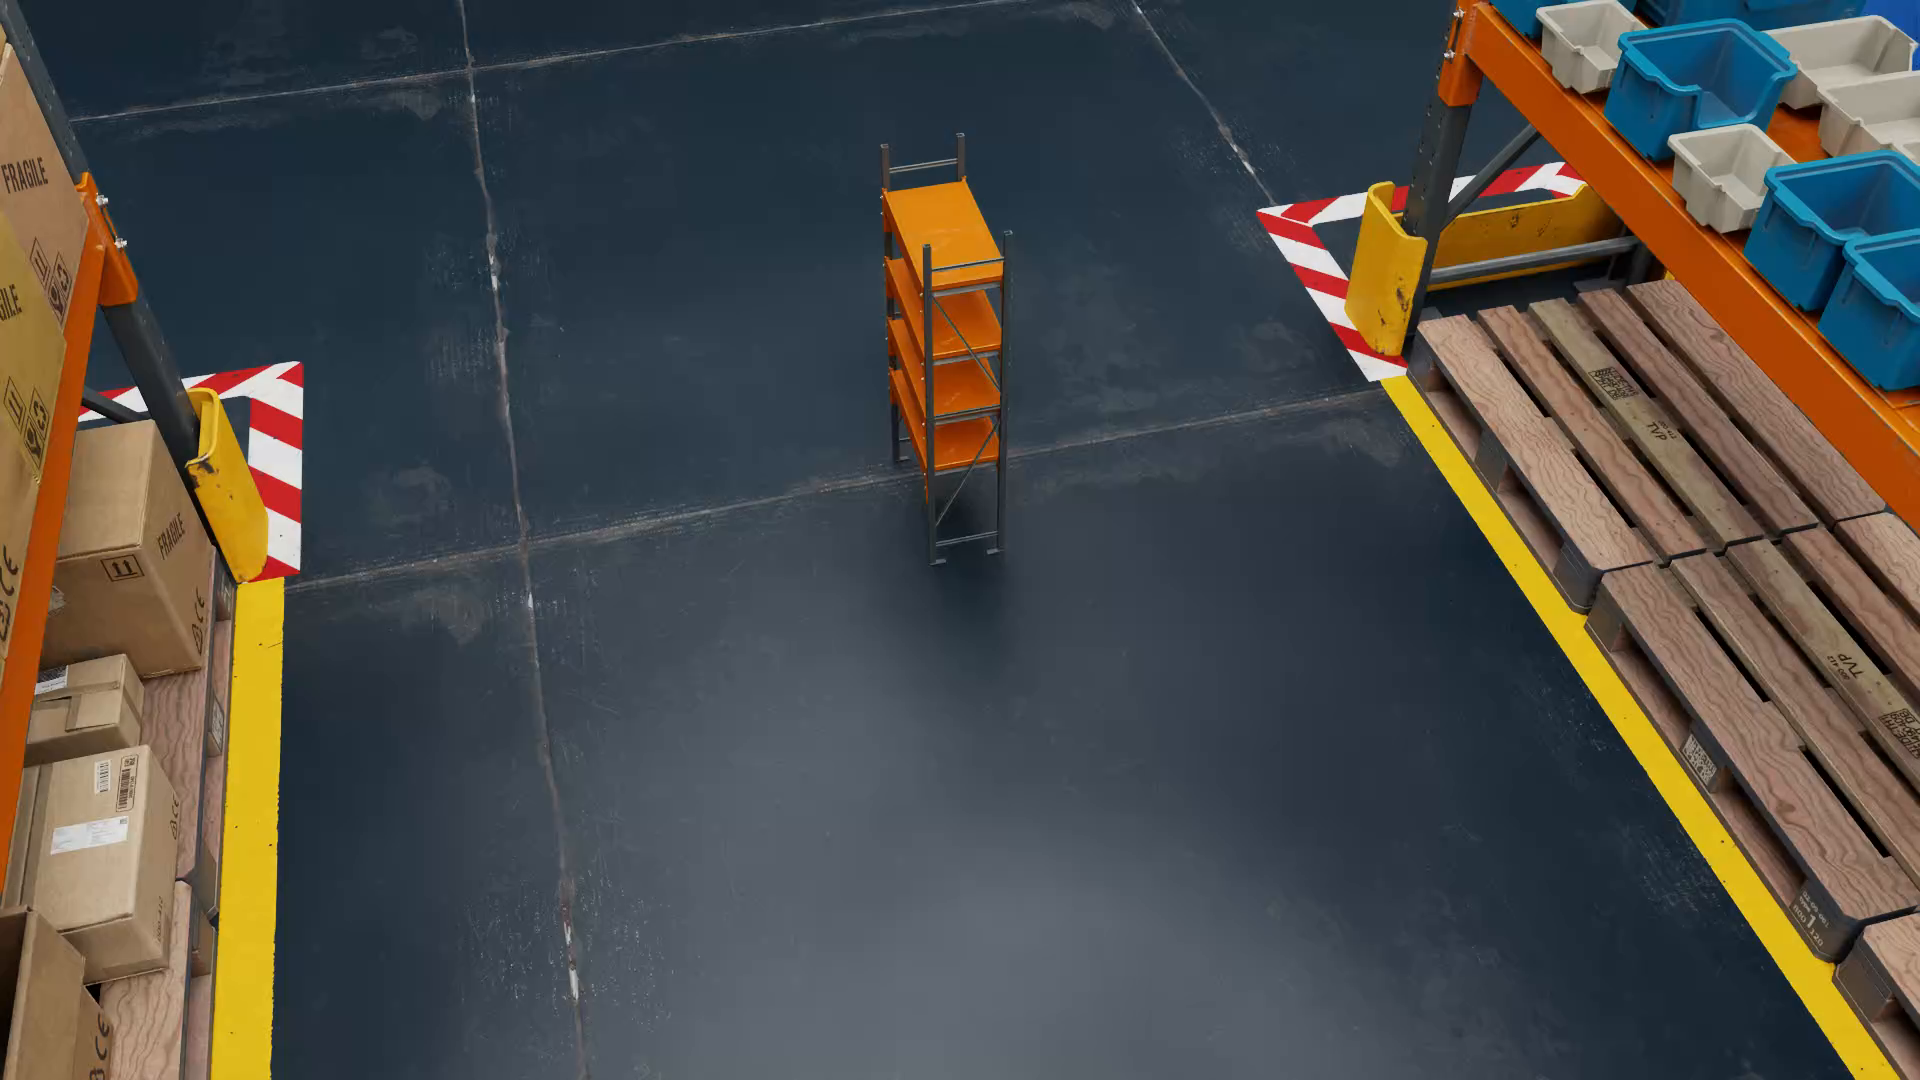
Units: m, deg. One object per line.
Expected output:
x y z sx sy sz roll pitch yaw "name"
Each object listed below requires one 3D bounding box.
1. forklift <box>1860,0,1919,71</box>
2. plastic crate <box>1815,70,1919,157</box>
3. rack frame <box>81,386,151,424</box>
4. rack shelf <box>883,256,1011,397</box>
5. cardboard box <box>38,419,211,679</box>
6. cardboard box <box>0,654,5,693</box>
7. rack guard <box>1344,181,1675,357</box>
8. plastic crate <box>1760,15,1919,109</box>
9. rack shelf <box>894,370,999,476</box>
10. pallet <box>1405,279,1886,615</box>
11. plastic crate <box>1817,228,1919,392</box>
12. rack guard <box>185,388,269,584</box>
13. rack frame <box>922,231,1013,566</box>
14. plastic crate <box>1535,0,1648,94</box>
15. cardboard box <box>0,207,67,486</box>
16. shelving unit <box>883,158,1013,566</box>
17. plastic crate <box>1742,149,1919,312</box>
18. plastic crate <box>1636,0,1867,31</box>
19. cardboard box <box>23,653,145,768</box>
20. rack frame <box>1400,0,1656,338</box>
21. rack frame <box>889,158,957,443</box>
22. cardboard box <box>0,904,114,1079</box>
4.389 -2.026 5.183 1.130 2.935 3.031 -18 48 -17 "forklift"
2.461 -1.095 4.365 0.396 0.136 0.243 -11 47 -10 "plastic crate"
-2.775 -0.995 4.125 0.949 2.616 0.053 -11 47 -10 "rack frame"
-0.042 -0.644 4.822 0.258 0.148 0.480 -11 47 -10 "rack shelf"
-2.395 0.056 4.538 0.500 0.500 0.500 -11 47 -10 "cardboard box"
-2.007 0.280 2.806 0.500 0.500 0.500 -11 47 -11 "cardboard box"
1.998 -1.038 5.917 1.175 0.500 0.348 -11 47 -10 "rack guard"
2.401 -1.298 4.564 0.396 0.136 0.243 -11 47 -10 "plastic crate"
-0.042 -0.376 5.095 0.221 0.050 0.457 -11 47 -10 "rack shelf"
2.191 -0.346 5.442 1.003 0.211 1.213 -11 47 -10 "pallet"
2.176 -0.514 3.729 0.416 0.233 0.300 -11 47 -10 "plastic crate"
-2.753 -0.068 4.967 1.175 0.500 0.348 -11 47 -10 "rack guard"
0.020 -0.366 4.768 0.240 1.200 0.015 -11 47 -10 "rack frame"
1.764 -1.360 4.626 0.250 0.136 0.298 -11 47 -10 "plastic crate"
-2.258 -0.414 3.485 0.500 0.500 0.500 -10 46 -10 "cardboard box"
-0.042 -0.533 4.932 0.258 1.200 0.499 -11 47 -10 "shelving unit"
2.099 -0.722 3.932 0.416 0.233 0.300 -11 47 -10 "plastic crate"
2.283 -1.735 4.784 0.616 0.435 0.499 -11 47 -10 "plastic crate"
-2.378 0.468 4.367 0.380 0.166 0.250 -11 47 -10 "cardboard box"
2.017 -1.899 5.011 1.000 3.000 0.127 -11 47 -10 "rack frame"
-0.104 -0.703 5.099 0.228 1.046 0.006 -11 47 -10 "rack frame"
-2.234 1.189 3.424 0.797 0.503 0.637 -11 47 -10 "cardboard box"
